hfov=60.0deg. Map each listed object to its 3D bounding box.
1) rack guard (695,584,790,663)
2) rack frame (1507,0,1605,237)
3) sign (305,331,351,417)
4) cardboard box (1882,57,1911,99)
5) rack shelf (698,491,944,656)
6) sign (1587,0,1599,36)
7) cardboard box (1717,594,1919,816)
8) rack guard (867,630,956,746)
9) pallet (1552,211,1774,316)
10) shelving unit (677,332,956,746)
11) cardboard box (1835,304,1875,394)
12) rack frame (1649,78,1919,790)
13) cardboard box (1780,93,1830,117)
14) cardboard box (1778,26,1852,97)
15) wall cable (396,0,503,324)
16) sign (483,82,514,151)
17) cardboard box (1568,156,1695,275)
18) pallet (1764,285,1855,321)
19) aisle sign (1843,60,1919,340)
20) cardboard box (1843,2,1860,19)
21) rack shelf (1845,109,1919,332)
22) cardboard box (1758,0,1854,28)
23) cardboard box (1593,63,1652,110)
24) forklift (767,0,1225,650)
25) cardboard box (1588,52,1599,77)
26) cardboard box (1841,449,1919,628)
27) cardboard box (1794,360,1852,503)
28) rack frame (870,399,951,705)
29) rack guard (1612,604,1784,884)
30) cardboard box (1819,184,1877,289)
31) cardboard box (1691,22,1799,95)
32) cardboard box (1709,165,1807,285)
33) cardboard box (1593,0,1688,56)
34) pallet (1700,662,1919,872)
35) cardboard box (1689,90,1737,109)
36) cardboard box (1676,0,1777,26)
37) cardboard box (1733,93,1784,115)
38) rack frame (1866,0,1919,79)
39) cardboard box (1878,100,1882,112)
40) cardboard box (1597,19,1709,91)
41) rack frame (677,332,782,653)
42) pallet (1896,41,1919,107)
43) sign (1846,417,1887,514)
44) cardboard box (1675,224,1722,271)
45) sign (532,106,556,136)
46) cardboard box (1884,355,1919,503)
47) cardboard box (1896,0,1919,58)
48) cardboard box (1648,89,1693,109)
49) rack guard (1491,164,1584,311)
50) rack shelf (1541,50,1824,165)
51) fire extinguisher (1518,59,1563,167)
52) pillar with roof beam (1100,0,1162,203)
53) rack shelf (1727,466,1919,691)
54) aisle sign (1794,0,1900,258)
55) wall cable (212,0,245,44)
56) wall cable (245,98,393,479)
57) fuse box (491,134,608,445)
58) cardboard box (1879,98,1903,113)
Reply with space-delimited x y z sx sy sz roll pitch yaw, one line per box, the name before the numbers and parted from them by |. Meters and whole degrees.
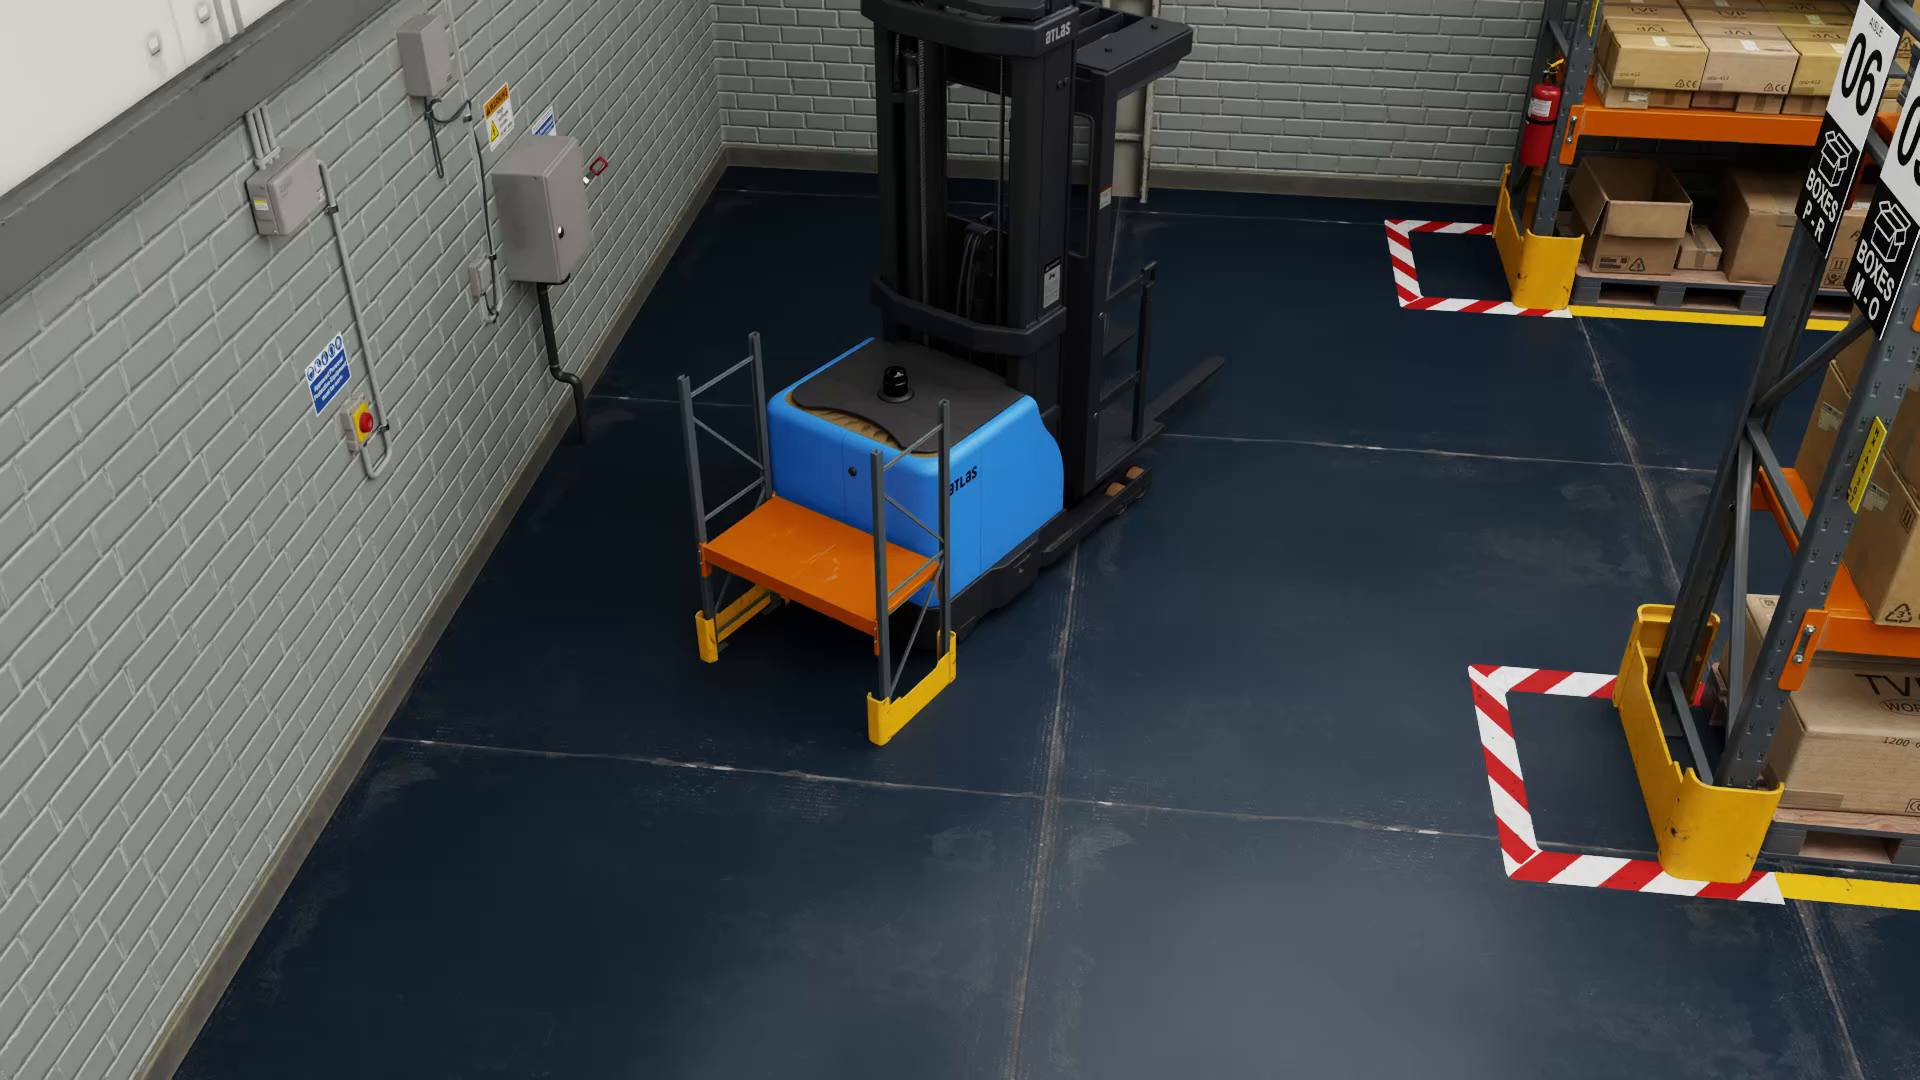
rack guard | -1.031 0.326 7.934 0.087 0.250 0.587 22 41 28
rack frame | 3.734 -3.044 10.290 0.127 3.000 1.000 4 36 6
sign | -2.558 -0.674 6.737 0.001 0.218 0.327 4 36 6
cardboard box | 5.662 -2.817 9.845 0.500 0.250 0.500 3 36 5
rack shelf | -0.614 0.132 7.440 1.000 0.185 0.538 22 41 28
sign | 3.665 -3.084 9.600 0.005 0.325 0.100 4 36 6
cardboard box | 3.772 0.680 6.917 0.875 0.438 0.875 3 36 4
rack guard | -0.212 0.656 7.472 0.087 0.250 0.587 22 41 28
pallet | 4.600 -1.845 11.010 1.213 0.211 1.003 4 36 6
shelving unit | -0.622 -0.017 7.339 1.083 1.500 0.587 22 41 28
cardboard box | 3.614 -0.733 6.105 0.500 0.500 0.500 5 36 8
rack frame | 3.105 -0.184 6.282 0.127 3.000 1.000 4 36 6
cardboard box | 5.055 -2.697 10.020 0.250 0.149 0.380 5 36 7
cardboard box | 5.153 -2.842 9.881 0.500 0.250 0.500 4 36 5
wall cable | -2.322 -1.819 7.699 0.122 1.984 0.588 4 36 6
sign | -2.291 -2.107 8.266 0.001 0.242 0.339 4 36 6
cardboard box | 4.328 -2.099 10.753 0.637 0.503 0.797 3 36 4
pallet | 5.806 -1.753 10.882 1.213 0.211 1.003 4 36 6
aisle sign | 2.997 -1.080 5.300 0.004 0.787 0.394 4 36 6
cardboard box | 5.744 -3.106 10.250 0.500 0.250 0.500 4 36 6
rack shelf | 5.089 -0.964 5.412 4.000 0.370 1.077 4 36 6
cardboard box | 5.225 -3.145 10.304 0.500 0.250 0.500 5 36 7
cardboard box | 4.025 -2.759 10.107 0.250 0.149 0.380 4 36 6
forklift | 0.375 -1.483 8.162 1.130 2.935 3.031 24 42 29
cardboard box | 4.096 -3.072 10.545 0.250 0.149 0.380 4 36 5
cardboard box | 3.545 -0.023 5.972 0.500 0.500 0.500 4 36 6
cardboard box | 3.617 -0.341 6.417 0.500 0.500 0.500 4 36 6
rack frame | -0.196 0.154 7.100 0.032 1.500 0.500 22 41 28
rack guard | 3.081 0.832 7.011 0.348 0.500 1.175 4 36 6
cardboard box | 5.683 -1.915 10.499 0.500 0.500 0.500 5 36 7
cardboard box | 4.649 -2.878 9.930 0.500 0.250 0.500 5 36 6
cardboard box | 5.171 -2.012 10.634 0.500 0.500 0.700 6 36 8
cardboard box | 4.224 -3.223 10.414 0.500 0.250 0.500 5 36 7
pallet | 3.908 0.966 7.073 1.213 0.211 1.003 4 36 6
cardboard box | 4.548 -2.768 10.119 0.250 0.149 0.380 4 36 5
cardboard box | 4.735 -3.184 10.359 0.500 0.250 0.500 4 36 6
cardboard box | 4.791 -2.714 10.043 0.250 0.149 0.380 5 36 7
rack frame | 3.105 -2.625 4.539 0.127 3.000 1.000 4 36 6
cardboard box | 5.296 -2.635 9.934 0.250 0.149 0.380 3 36 5
cardboard box | 4.149 -2.915 9.982 0.500 0.250 0.500 4 36 6
rack frame | -1.032 -0.182 7.571 0.032 1.500 0.500 22 41 28
pallet | 3.842 -1.320 5.368 1.213 0.211 1.003 4 36 6
sign | 3.028 -0.249 5.560 0.005 0.325 0.100 4 36 6
cardboard box | 4.745 -1.901 10.781 0.250 0.149 0.380 3 36 4
sign | -2.221 -2.048 8.976 0.001 0.494 0.329 4 36 6
cardboard box | 3.545 -0.432 5.683 0.500 0.500 0.500 4 36 5
cardboard box | 5.637 -3.110 9.609 0.500 0.500 0.500 5 36 7
cardboard box | 4.283 -2.767 10.118 0.250 0.149 0.380 5 36 7
rack guard | 3.809 -2.021 11.008 0.348 0.500 1.175 4 36 6
rack shelf | 5.717 -2.603 10.292 4.000 0.370 1.077 4 36 6
fire extinguisher | 3.529 -2.605 10.063 0.183 0.674 0.296 4 36 6
pillar with roof beam | 0.626 -3.724 6.079 0.400 9.000 9.100 4 36 6
rack shelf | 5.089 0.257 6.284 4.000 0.370 1.077 4 36 6
aisle sign | 3.073 -1.426 5.785 0.004 0.787 0.394 4 36 6
wall cable | -2.573 -2.884 4.902 0.029 3.000 0.463 4 36 6
wall cable | -2.491 -1.014 6.544 0.123 1.953 0.585 4 36 6
fuse box | -2.079 -1.262 8.903 0.414 1.711 0.539 4 36 6
cardboard box | 5.560 -2.628 9.923 0.250 0.149 0.380 5 36 7
